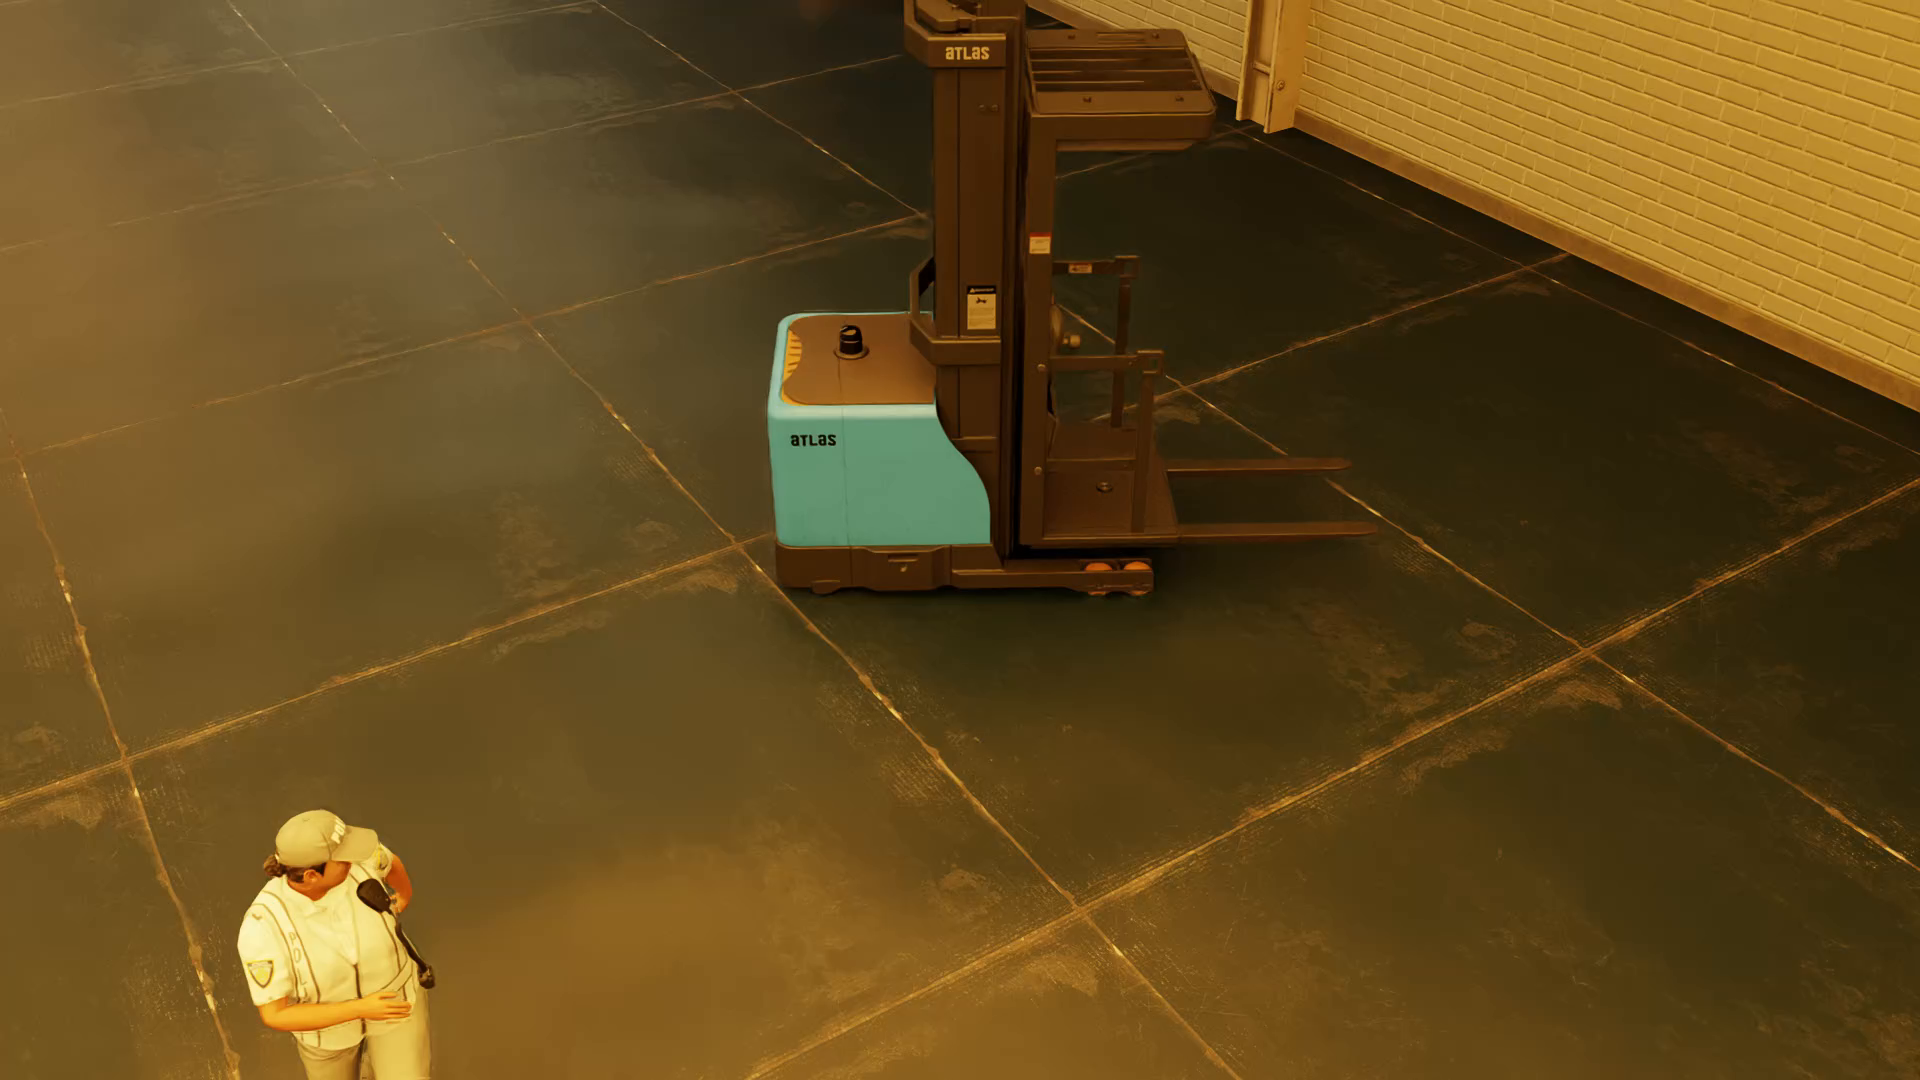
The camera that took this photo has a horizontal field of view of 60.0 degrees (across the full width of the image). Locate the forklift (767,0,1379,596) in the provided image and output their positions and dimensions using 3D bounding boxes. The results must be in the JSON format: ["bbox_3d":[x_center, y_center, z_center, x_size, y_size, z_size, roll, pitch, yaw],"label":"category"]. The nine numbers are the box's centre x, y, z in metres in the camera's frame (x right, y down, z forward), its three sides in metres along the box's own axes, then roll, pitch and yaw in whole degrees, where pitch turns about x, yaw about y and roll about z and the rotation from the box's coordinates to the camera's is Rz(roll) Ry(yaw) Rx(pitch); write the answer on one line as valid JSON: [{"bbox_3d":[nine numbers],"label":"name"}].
[{"bbox_3d":[0.587,-1.227,7.893,3.031,2.935,1.130,-1,35,-1],"label":"forklift"}]

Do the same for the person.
[{"bbox_3d":[-1.910,1.479,5.250,0.504,1.593,0.883,-14,38,-19],"label":"person"}]
